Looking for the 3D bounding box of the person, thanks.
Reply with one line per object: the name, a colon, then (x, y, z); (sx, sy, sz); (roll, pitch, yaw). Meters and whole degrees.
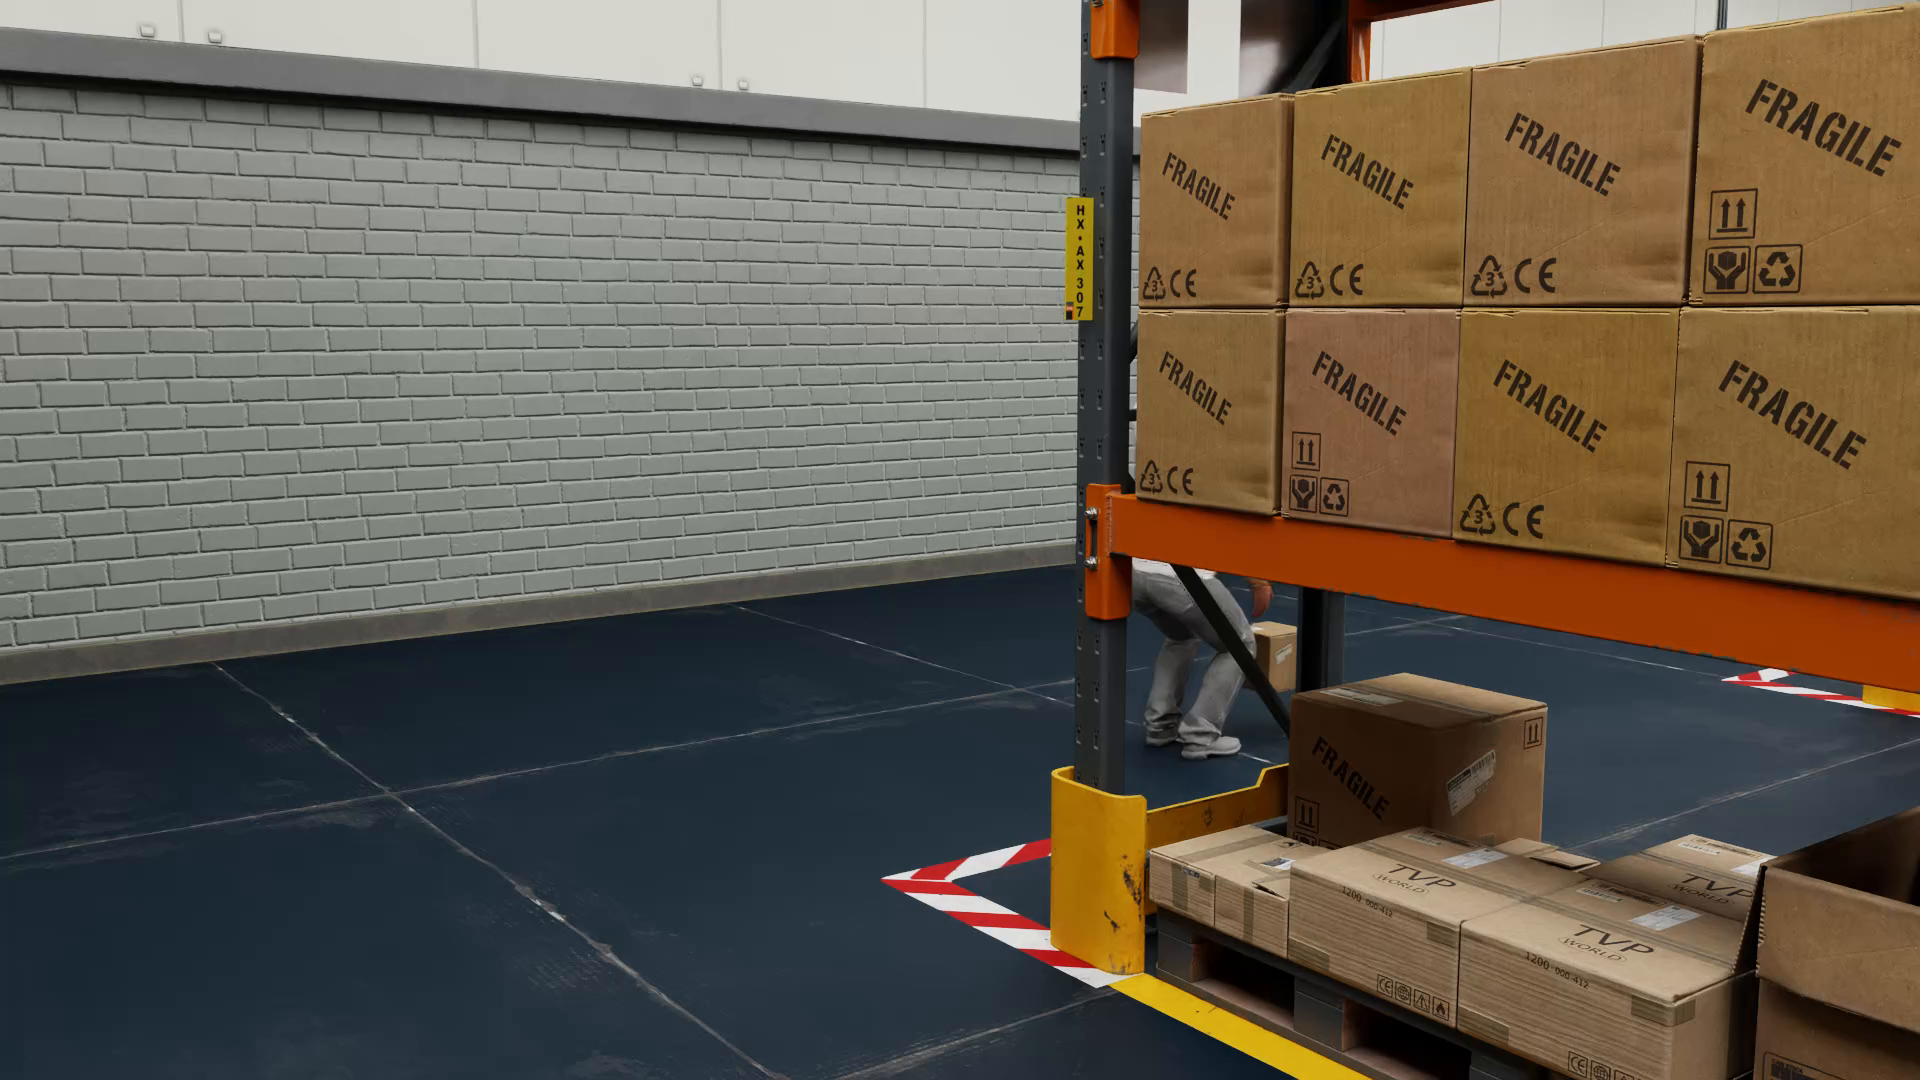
person: (0.985, 0.130, 6.861); (0.733, 1.479, 0.544); (-6, 9, -36)
